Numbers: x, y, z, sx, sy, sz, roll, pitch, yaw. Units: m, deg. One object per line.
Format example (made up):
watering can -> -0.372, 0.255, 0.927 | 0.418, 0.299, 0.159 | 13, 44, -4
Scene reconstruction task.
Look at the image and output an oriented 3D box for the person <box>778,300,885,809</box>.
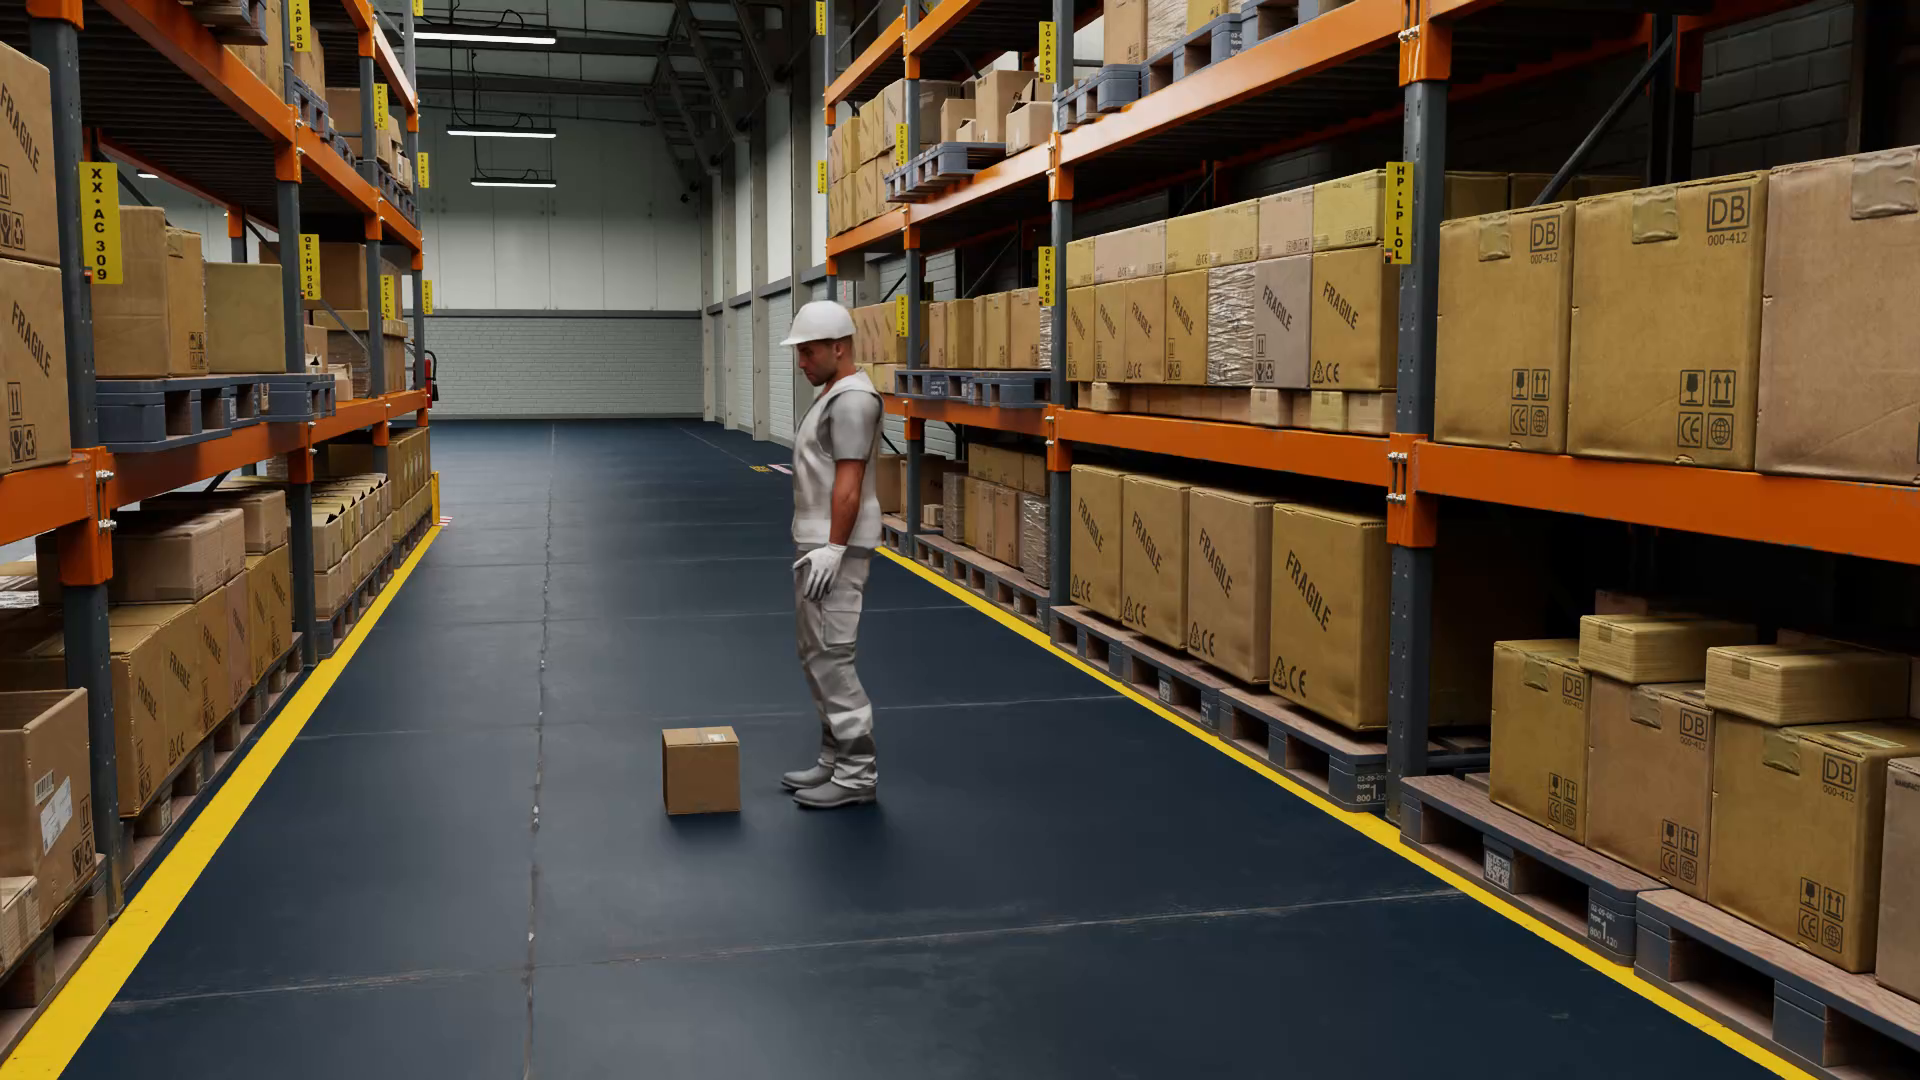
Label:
person -> -0.456, 0.046, 5.898 | 0.364, 1.774, 0.529 | -1, 6, -13
